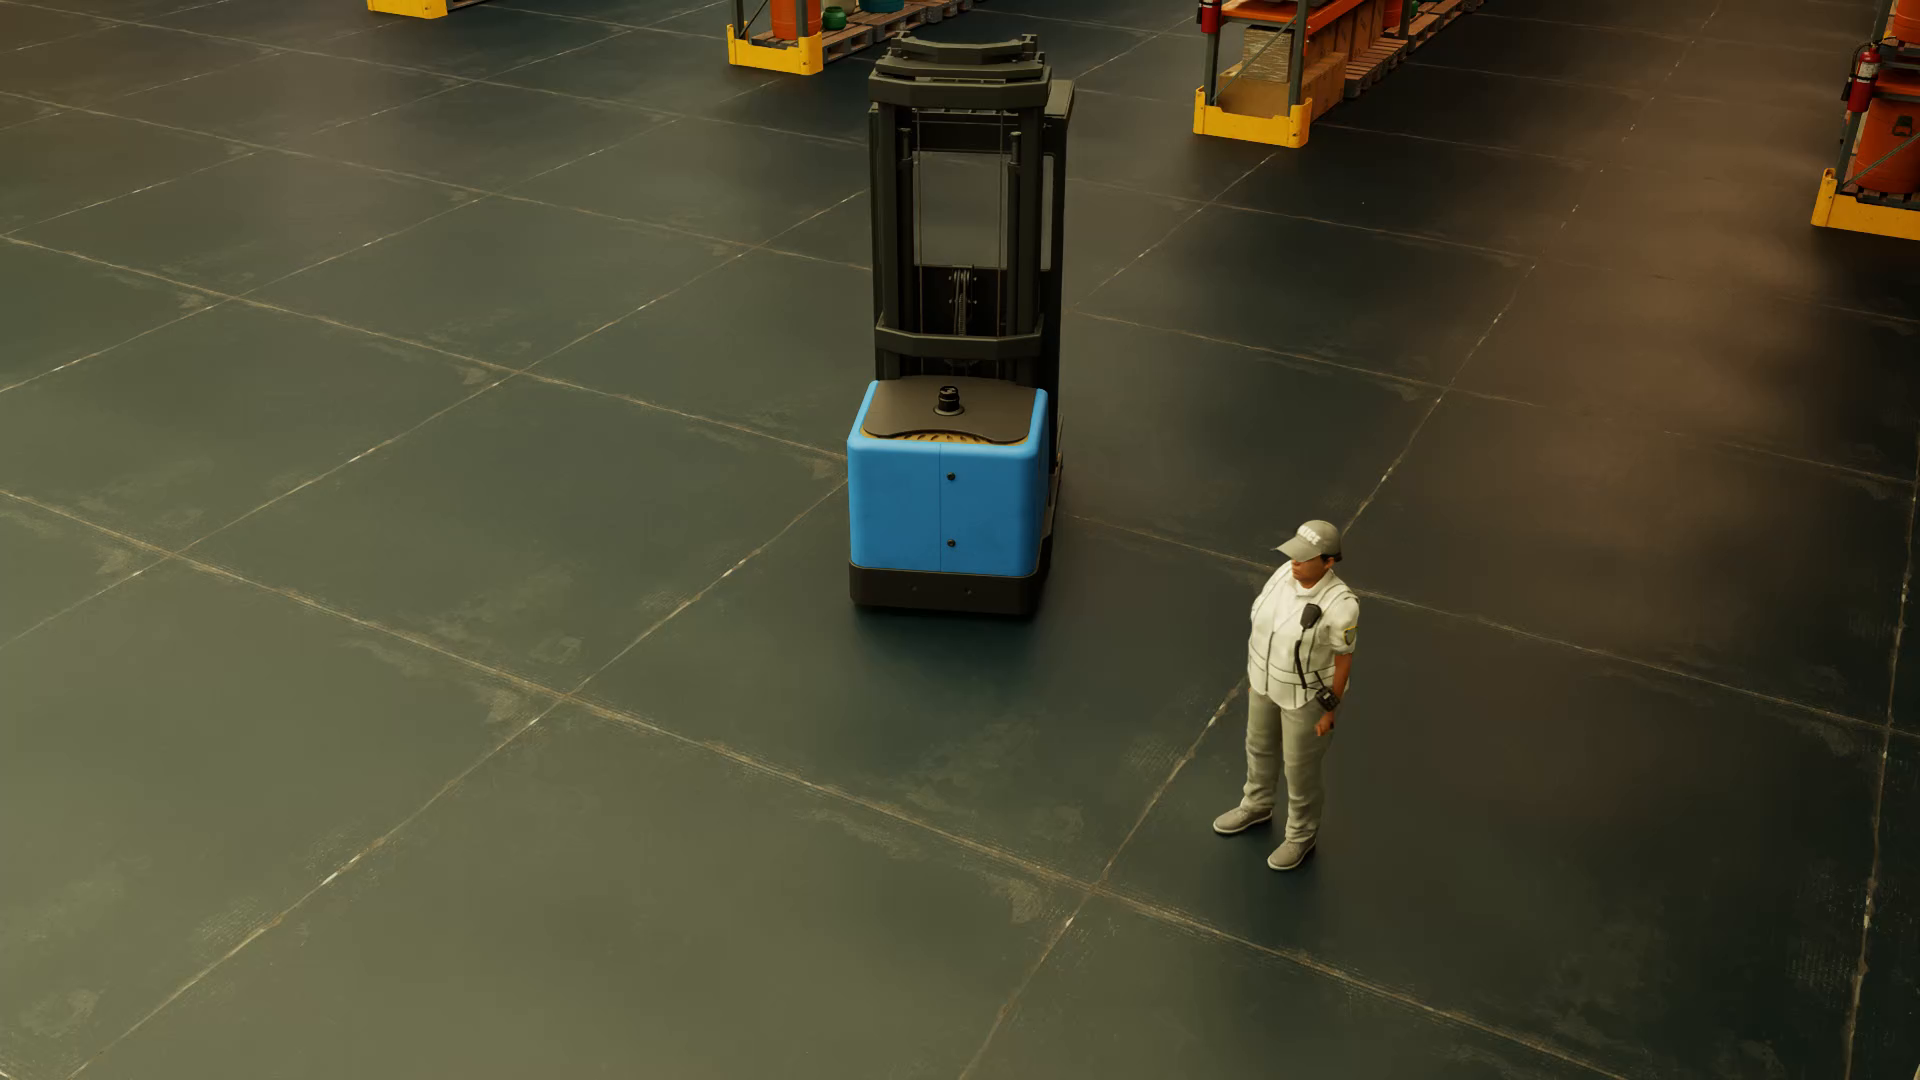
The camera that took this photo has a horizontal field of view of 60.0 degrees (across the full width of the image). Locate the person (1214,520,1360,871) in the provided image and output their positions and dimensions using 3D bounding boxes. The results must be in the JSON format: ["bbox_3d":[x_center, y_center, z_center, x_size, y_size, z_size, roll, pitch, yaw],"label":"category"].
[{"bbox_3d":[1.440,0.651,7.218,0.394,1.668,0.484,-21,36,-32],"label":"person"}]

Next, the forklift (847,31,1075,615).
[{"bbox_3d":[0.072,-1.572,9.794,1.130,2.935,3.031,3,30,6],"label":"forklift"}]
